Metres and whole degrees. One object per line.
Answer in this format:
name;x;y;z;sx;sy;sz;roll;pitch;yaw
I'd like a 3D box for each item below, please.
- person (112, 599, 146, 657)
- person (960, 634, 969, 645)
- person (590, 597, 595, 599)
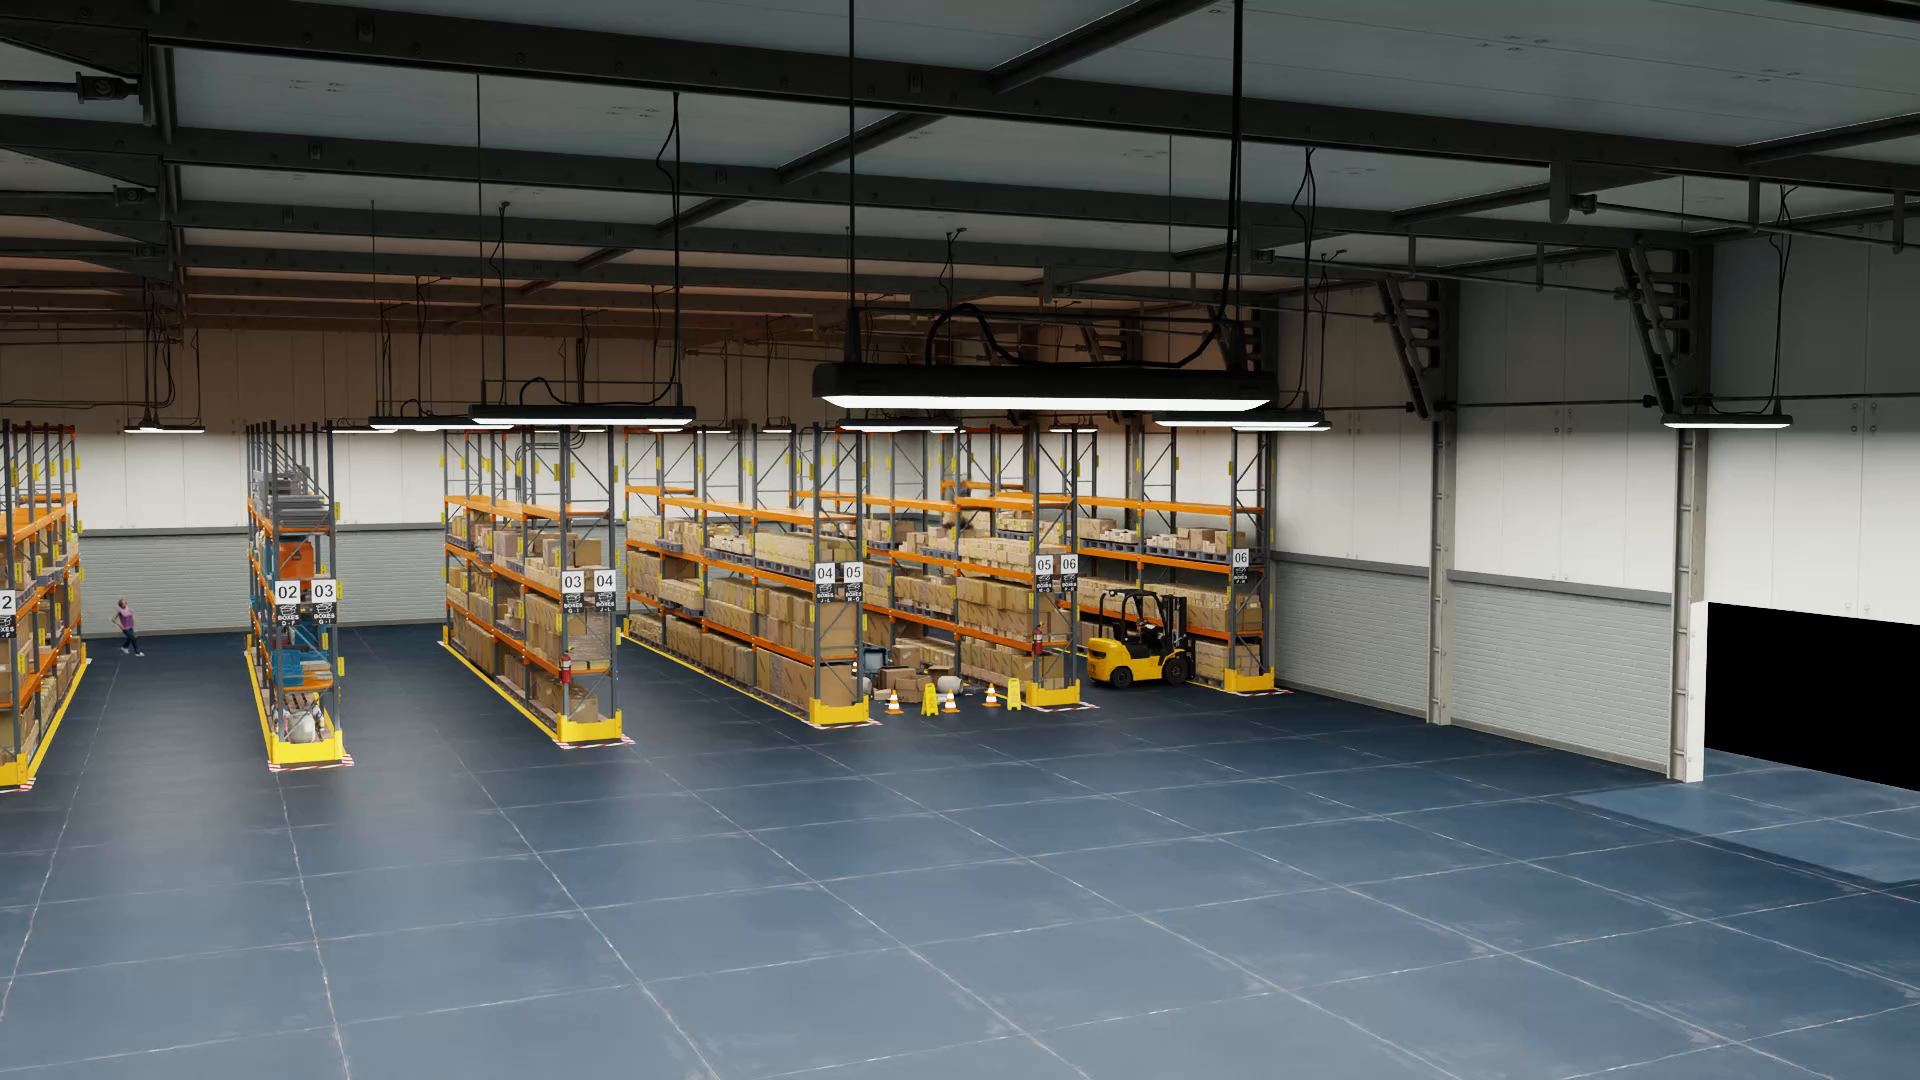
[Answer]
person;-21.578;2.274;42.983;0.752;1.531;0.680;1;4;17
person;0.173;2.180;42.938;0.697;1.717;0.609;-2;4;-29
person;-9.996;1.946;46.502;0.662;1.730;0.626;-2;4;-25
